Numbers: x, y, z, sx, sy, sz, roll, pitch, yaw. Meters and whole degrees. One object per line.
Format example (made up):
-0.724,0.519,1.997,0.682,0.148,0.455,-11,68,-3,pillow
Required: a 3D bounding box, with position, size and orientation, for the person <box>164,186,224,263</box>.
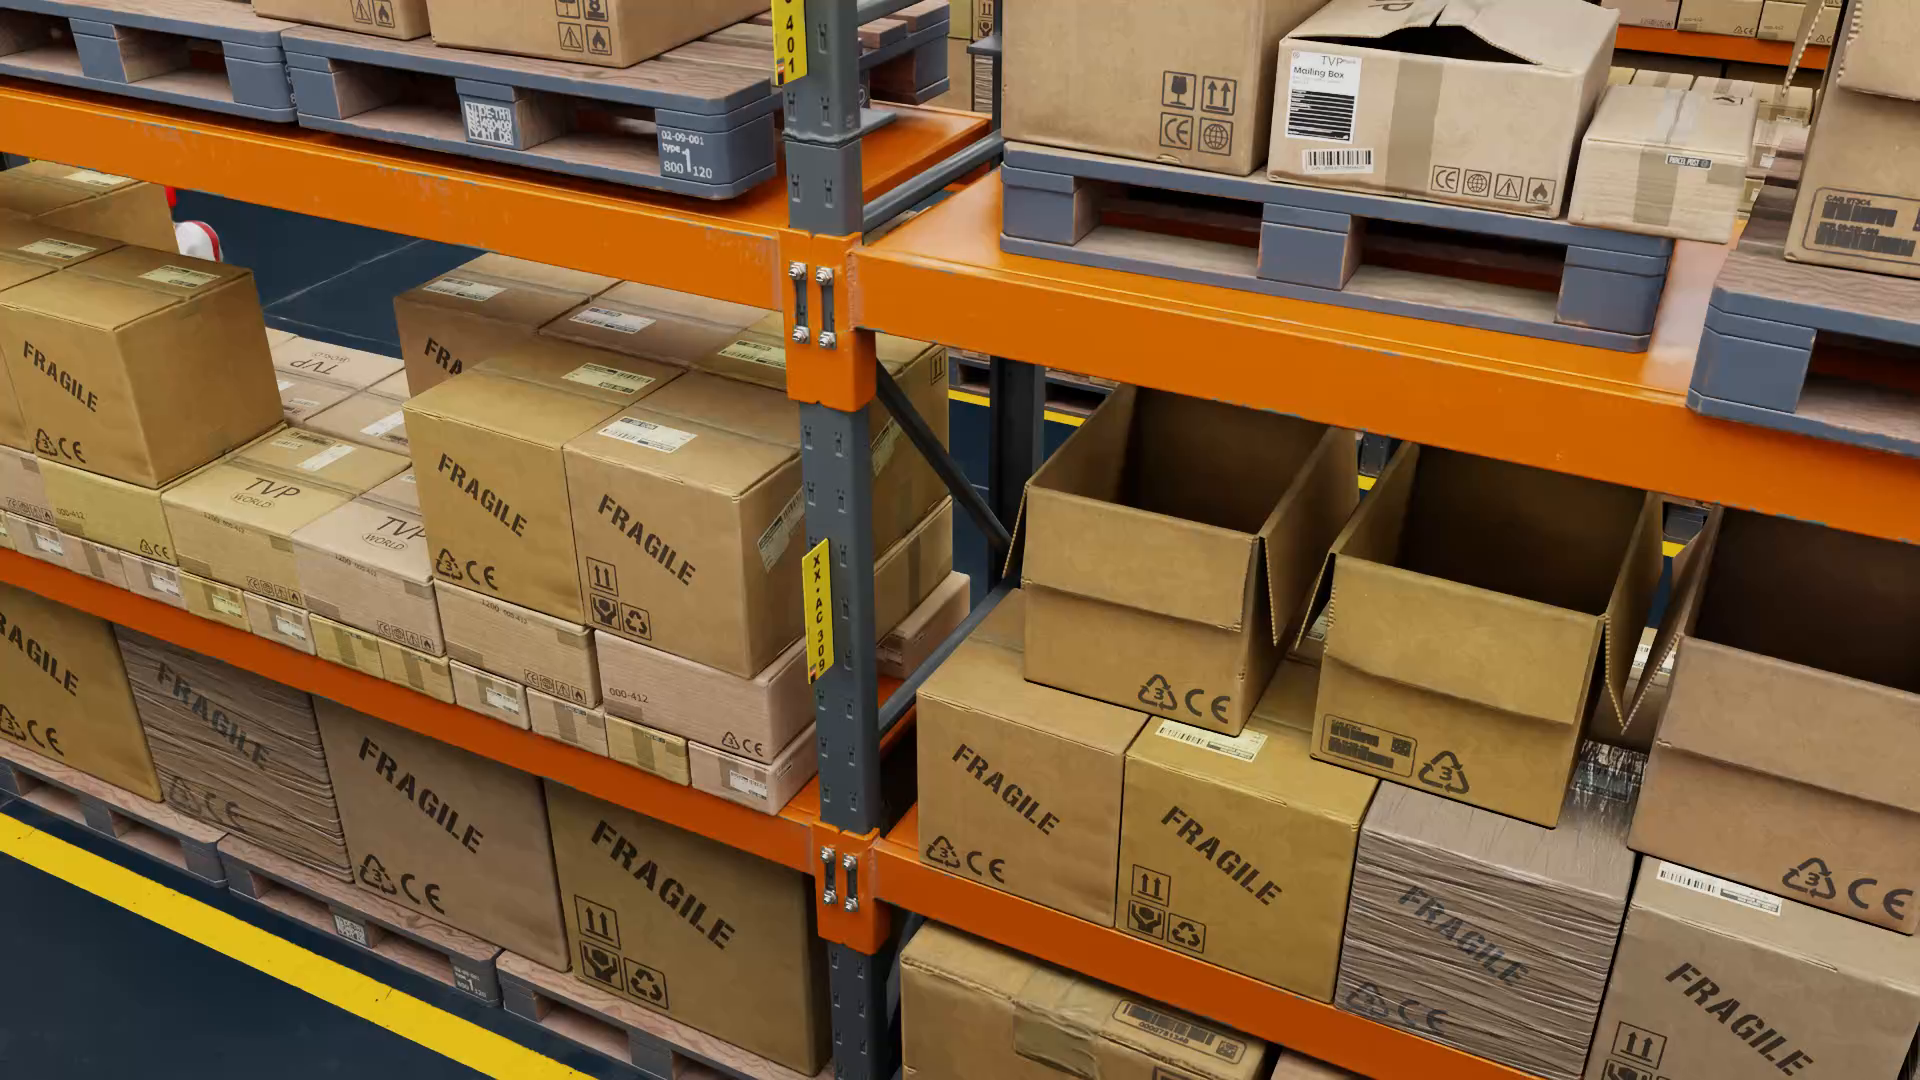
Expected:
-3.533,-0.826,7.545,0.599,1.783,0.566,12,32,19,person
